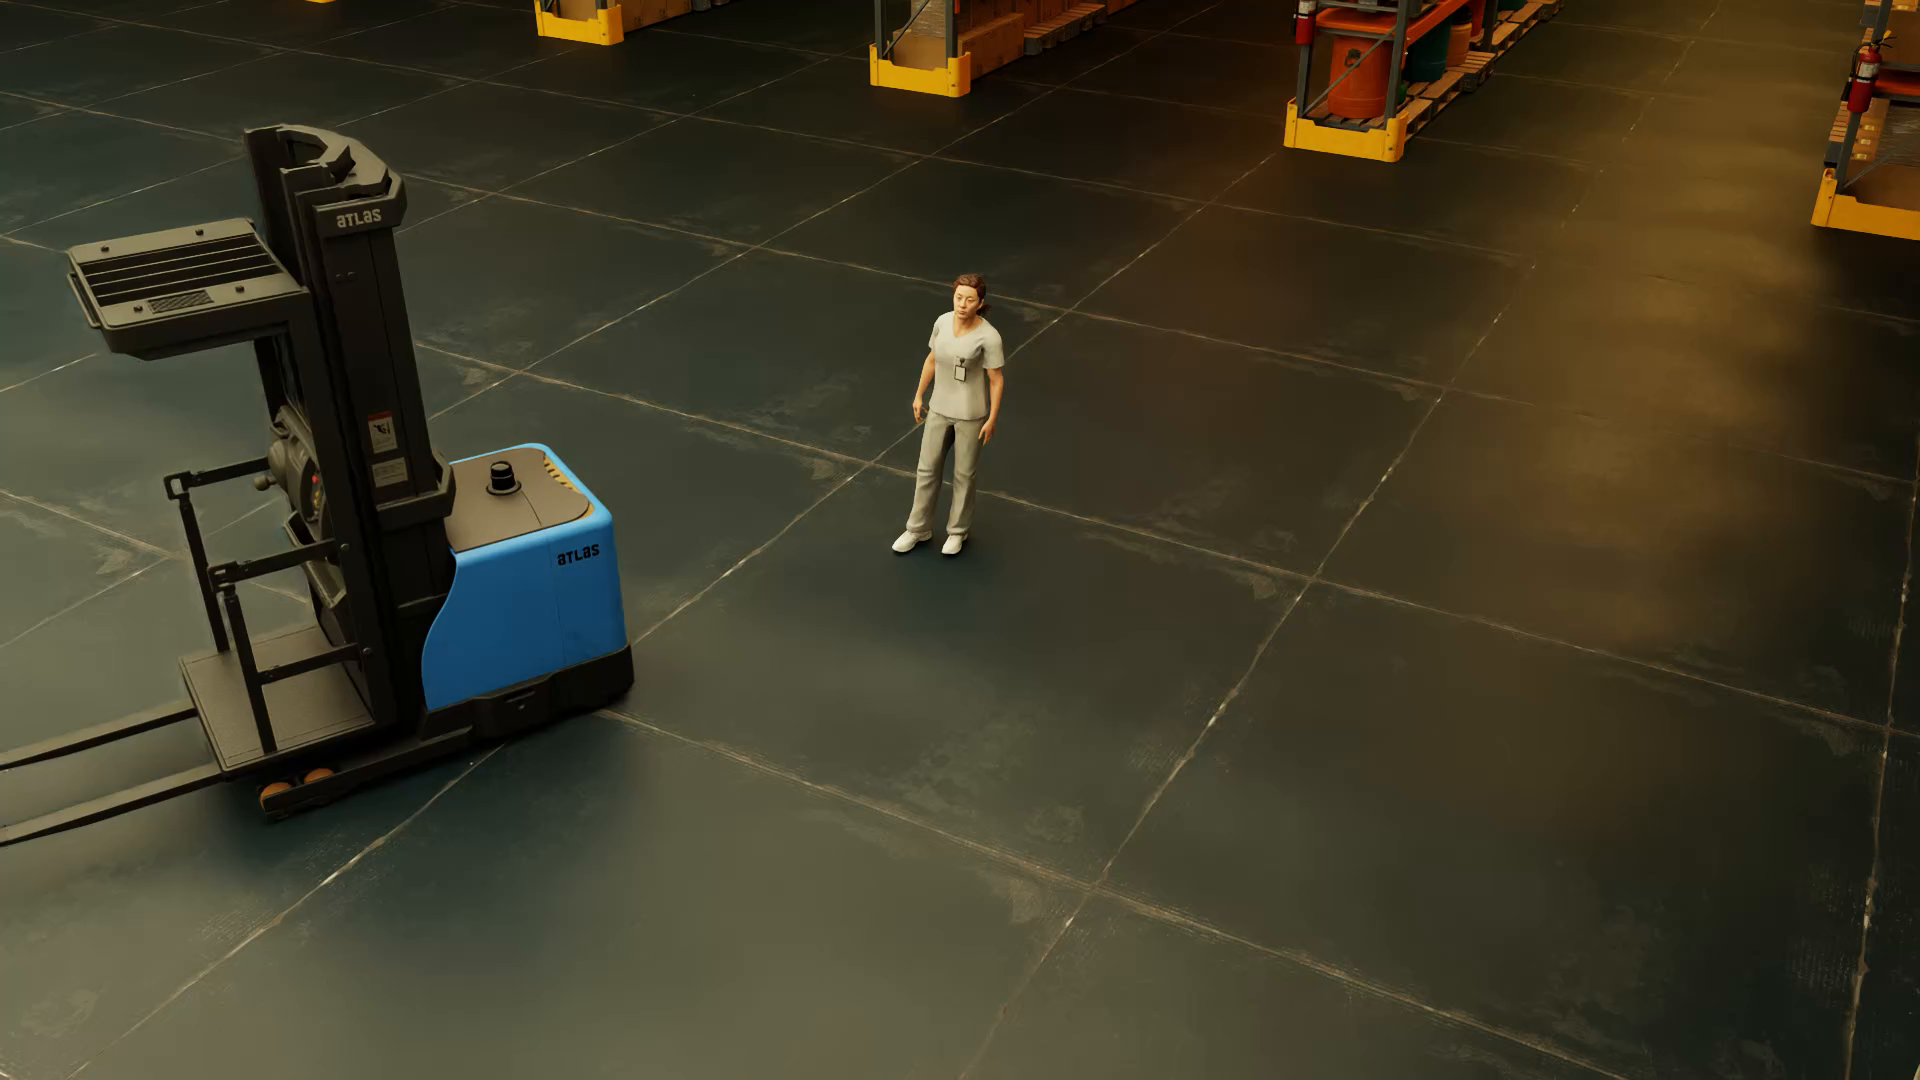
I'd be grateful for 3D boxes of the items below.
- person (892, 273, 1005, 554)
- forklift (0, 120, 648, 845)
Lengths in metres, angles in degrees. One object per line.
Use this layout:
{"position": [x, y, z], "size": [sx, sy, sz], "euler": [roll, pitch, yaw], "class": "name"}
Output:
{"position": [-0.048, -0.703, 9.530], "size": [0.549, 1.673, 0.548], "euler": [15, 33, 25], "class": "person"}
{"position": [-3.138, -0.293, 7.578], "size": [3.031, 2.935, 1.130], "euler": [-18, 34, -28], "class": "forklift"}
